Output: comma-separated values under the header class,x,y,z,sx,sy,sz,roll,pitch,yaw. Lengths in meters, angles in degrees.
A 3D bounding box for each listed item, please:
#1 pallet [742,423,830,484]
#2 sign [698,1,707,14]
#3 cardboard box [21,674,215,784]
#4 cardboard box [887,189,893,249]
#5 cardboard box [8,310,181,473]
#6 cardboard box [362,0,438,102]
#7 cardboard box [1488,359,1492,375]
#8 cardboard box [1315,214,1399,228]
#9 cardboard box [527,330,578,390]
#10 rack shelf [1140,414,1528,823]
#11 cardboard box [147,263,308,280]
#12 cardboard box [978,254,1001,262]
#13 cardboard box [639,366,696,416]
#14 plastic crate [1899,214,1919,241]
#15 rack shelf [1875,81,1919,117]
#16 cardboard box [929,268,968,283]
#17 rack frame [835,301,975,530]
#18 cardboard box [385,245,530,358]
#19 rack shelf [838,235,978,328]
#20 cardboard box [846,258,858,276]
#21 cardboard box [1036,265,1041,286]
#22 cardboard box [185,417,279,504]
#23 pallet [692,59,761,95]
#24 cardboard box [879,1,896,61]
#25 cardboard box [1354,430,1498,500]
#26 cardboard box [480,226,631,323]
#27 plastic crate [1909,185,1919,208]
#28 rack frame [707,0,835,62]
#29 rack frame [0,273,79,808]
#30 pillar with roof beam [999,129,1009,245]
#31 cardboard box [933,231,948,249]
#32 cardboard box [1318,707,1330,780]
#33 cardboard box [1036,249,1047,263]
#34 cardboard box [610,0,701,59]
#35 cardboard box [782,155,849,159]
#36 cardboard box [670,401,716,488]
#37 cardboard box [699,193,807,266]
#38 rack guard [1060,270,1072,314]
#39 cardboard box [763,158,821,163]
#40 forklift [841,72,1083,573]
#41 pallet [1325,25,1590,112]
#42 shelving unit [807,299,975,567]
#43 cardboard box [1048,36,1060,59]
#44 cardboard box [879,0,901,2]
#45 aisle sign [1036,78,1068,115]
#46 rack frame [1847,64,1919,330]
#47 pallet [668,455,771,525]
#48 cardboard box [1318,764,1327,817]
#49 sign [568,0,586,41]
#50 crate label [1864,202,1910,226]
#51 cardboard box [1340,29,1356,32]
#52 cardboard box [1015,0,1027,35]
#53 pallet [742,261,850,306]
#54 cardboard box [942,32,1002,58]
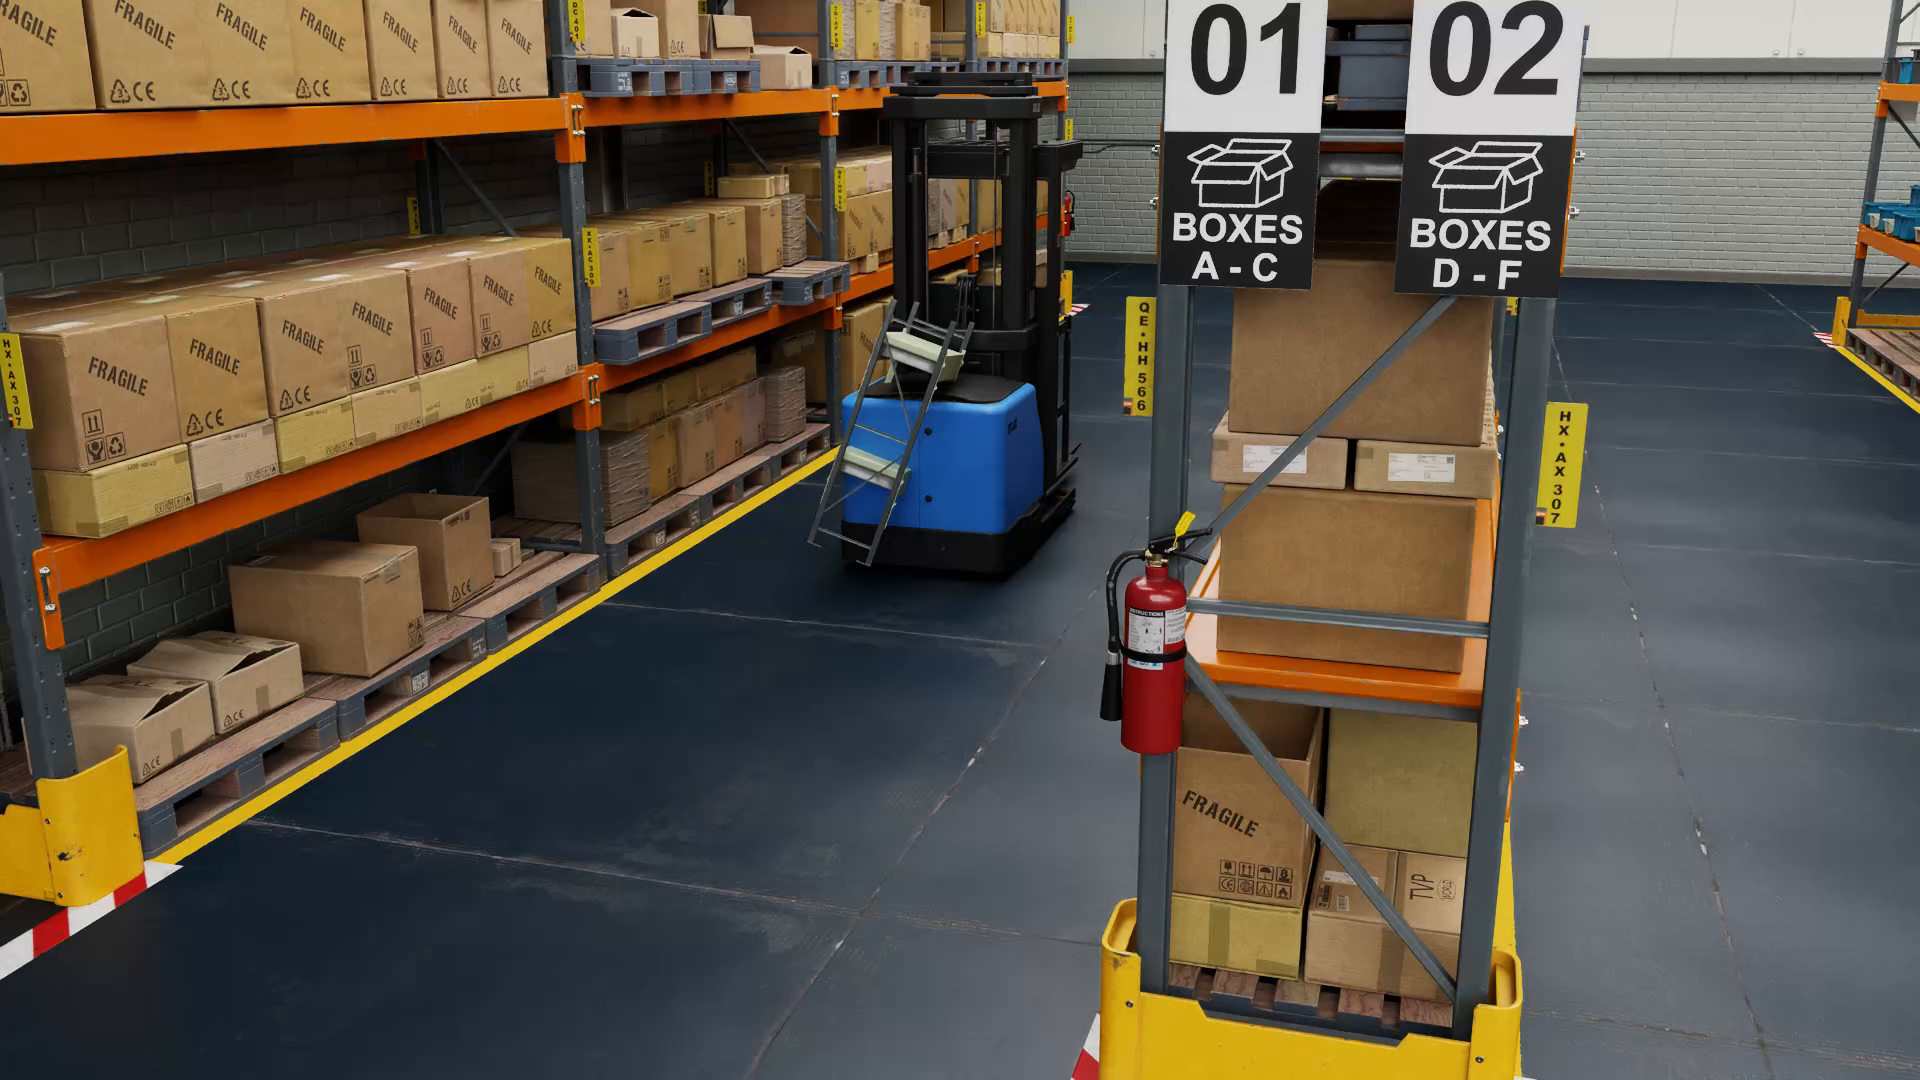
class,x,y,z,sx,sy,sz,roll,pitch,yaw
pallet,-1.685,-0.712,12.953,1.003,0.211,1.213,5,16,16
sign,-1.991,-4.033,12.961,0.100,0.325,0.005,5,16,16
cardboard box,-3.452,0.743,6.834,0.500,0.311,0.500,3,16,10
cardboard box,-0.778,-2.832,14.552,0.500,0.500,0.500,5,16,16
cardboard box,-3.311,-0.565,6.187,0.500,0.500,0.500,5,16,16
cardboard box,-2.782,-2.282,7.660,0.500,0.500,0.500,4,16,14
cardboard box,1.698,-0.565,5.952,0.380,0.149,0.250,4,16,15
cardboard box,1.462,-0.859,5.800,0.700,0.500,0.500,5,16,16
cardboard box,-2.442,-1.001,9.101,0.500,0.250,0.500,5,16,16
rack shelf,1.584,0.041,6.506,1.077,0.370,4.000,5,16,16
cardboard box,-3.366,-1.001,7.726,0.500,0.500,0.500,5,17,17
cardboard box,0.267,-3.255,19.431,0.380,0.149,0.250,5,17,17
cardboard box,-2.139,-1.027,11.353,0.500,0.250,0.500,4,16,14
plastic crate,9.465,-3.069,16.349,0.416,0.233,0.300,5,16,16
rack shelf,9.742,-4.156,15.807,1.077,0.370,4.000,5,16,16
cardboard box,-0.385,-2.292,16.583,0.750,0.750,0.750,5,17,17
rack frame,-0.346,-0.699,10.305,0.400,1.500,0.023,21,10,6
cardboard box,-2.572,-1.231,8.536,0.500,0.500,0.500,5,16,16
rack shelf,-0.893,-2.435,15.236,1.077,0.370,4.000,5,16,16
cardboard box,-1.066,-2.280,13.795,0.380,0.149,0.250,5,17,17
cardboard box,0.567,-3.029,19.821,0.700,0.500,0.500,5,16,16
cardboard box,-3.158,-0.342,6.778,0.500,0.250,0.500,4,16,14
pallet,-2.029,-2.989,10.717,1.213,0.211,1.003,5,16,16
cardboard box,-0.980,-4.509,14.742,0.700,0.500,0.500,5,16,16
cardboard box,1.334,-0.228,4.764,0.380,0.149,0.250,5,16,15
cardboard box,-2.421,-1.602,9.990,0.700,0.500,0.500,5,16,16
plastic crate,10.395,-3.526,17.590,0.616,0.435,0.499,5,16,16
rack frame,-1.461,-5.144,12.474,1.000,3.000,0.127,5,16,16
rack frame,-3.735,-0.165,5.914,1.000,3.000,0.127,5,16,16
pillar with roof beam,4.878,-7.677,21.403,9.100,9.000,0.400,5,16,16
cardboard box,-0.334,-2.877,15.899,0.380,0.149,0.250,5,16,16
cardboard box,1.153,0.552,6.281,0.500,0.500,0.500,5,16,16
cardboard box,0.847,-3.424,20.026,0.380,0.149,0.250,4,16,15
cardboard box,-2.016,-3.364,10.743,0.500,0.500,0.500,4,16,14
cardboard box,-1.282,-3.227,14.572,0.500,0.250,0.500,4,16,14
cardboard box,-2.122,-0.684,11.518,0.700,0.500,0.500,5,17,17
cardboard box,-1.585,-2.394,12.783,0.700,0.500,0.500,3,16,9
rack guard,0.819,-3.155,21.035,1.175,0.500,0.348,5,16,16
cardboard box,-1.430,-3.093,14.099,0.500,0.250,0.500,4,16,14
forklift,0.174,-1.575,11.012,1.130,2.935,3.031,4,16,15
pallet,1.241,-1.365,4.811,1.003,0.211,1.213,5,16,16
shelving unit,-0.401,-0.654,9.946,0.431,1.500,0.755,21,10,6
cardboard box,0.858,-5.760,19.464,0.500,0.250,0.500,5,17,18
cardboard box,-0.843,-5.002,15.108,0.500,0.250,0.500,4,16,14
aisle sign,1.120,-5.597,20.301,0.394,0.787,0.004,5,16,16
rack frame,10.311,-3.583,17.963,1.000,3.000,0.127,5,16,16
pallet,-2.033,-0.394,11.831,1.003,0.211,1.213,5,16,16
cardboard box,1.156,0.913,6.382,0.500,0.250,0.500,5,16,16
sign,-2.076,-2.863,8.982,0.100,0.325,0.005,5,16,16
crate label,9.925,-3.492,17.840,0.416,0.233,0.303,5,16,16
cardboard box,1.248,-1.918,5.736,0.500,0.311,0.500,7,17,22
cardboard box,0.422,-5.716,17.934,0.500,0.500,0.500,5,17,16
pallet,-1.562,-1.971,12.632,1.213,0.211,1.003,5,16,16
cardboard box,0.125,-5.086,17.088,0.500,0.250,0.500,5,16,16
